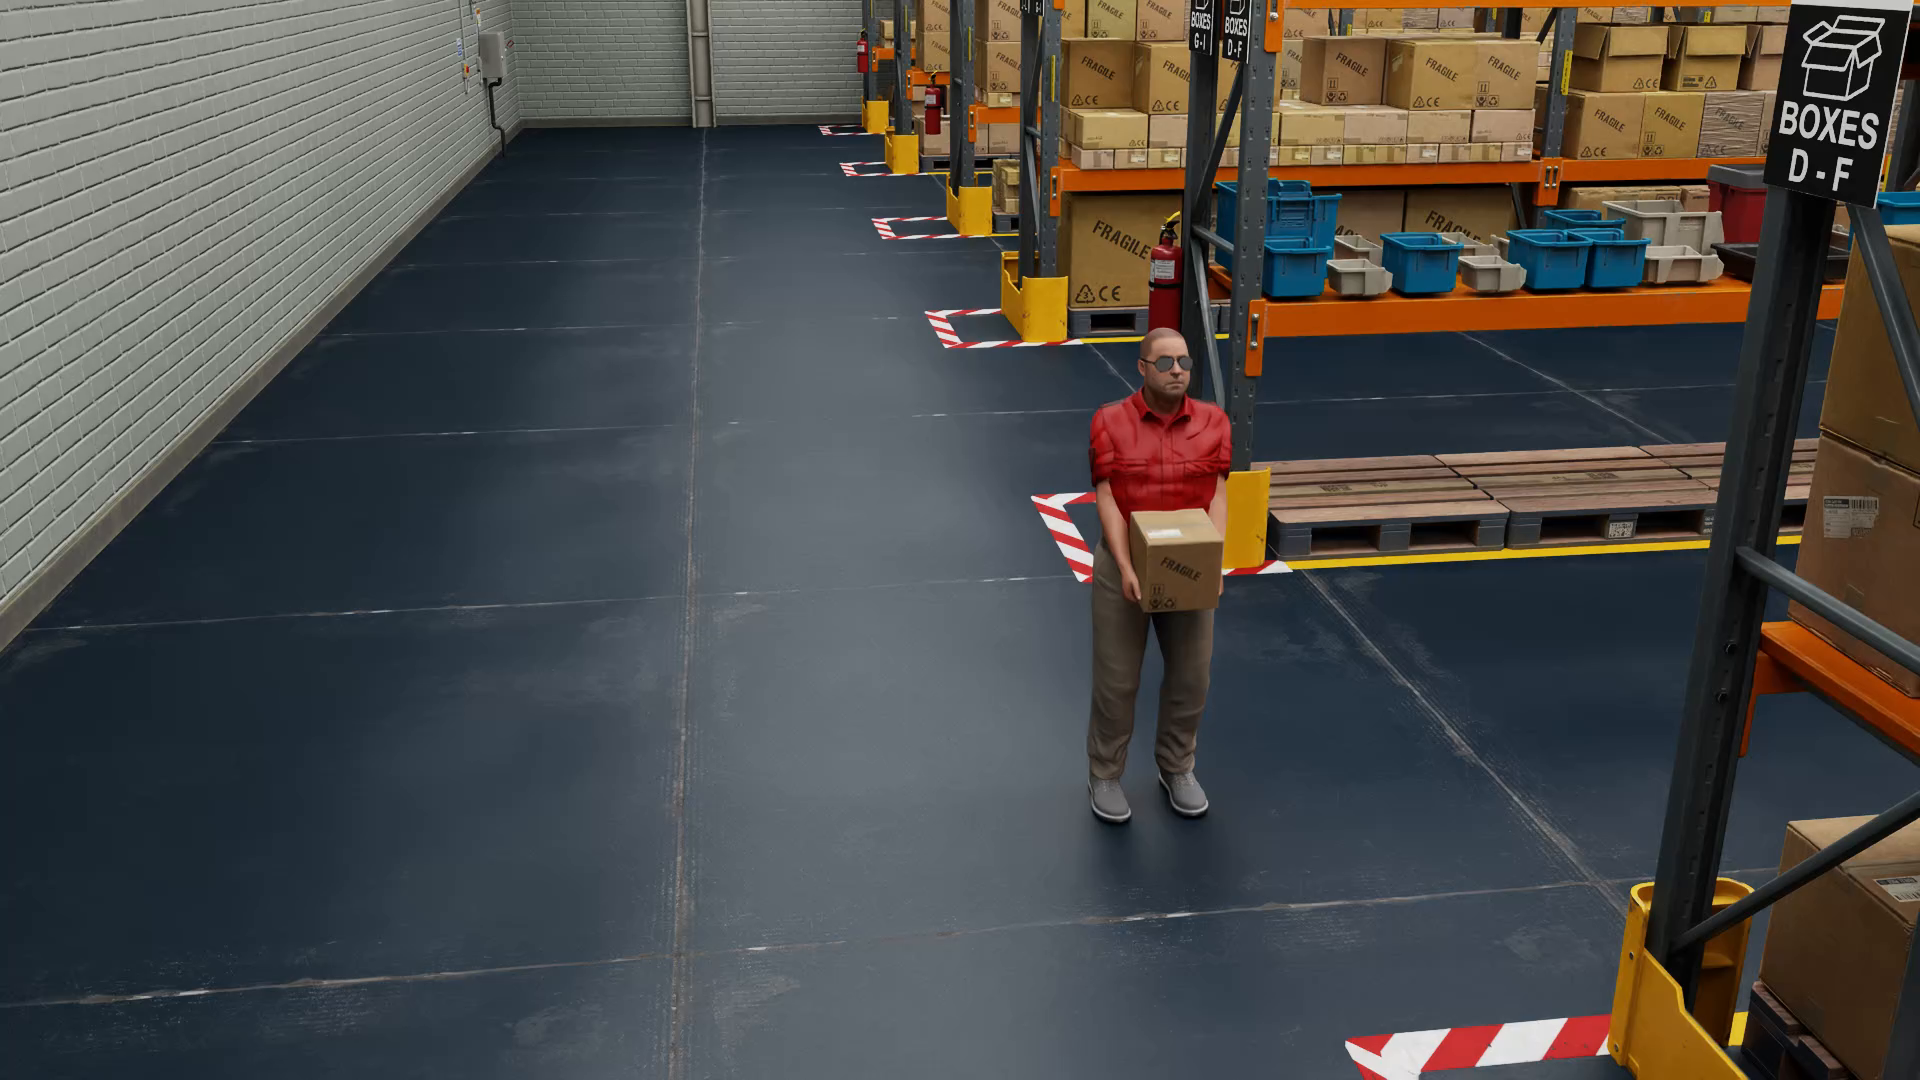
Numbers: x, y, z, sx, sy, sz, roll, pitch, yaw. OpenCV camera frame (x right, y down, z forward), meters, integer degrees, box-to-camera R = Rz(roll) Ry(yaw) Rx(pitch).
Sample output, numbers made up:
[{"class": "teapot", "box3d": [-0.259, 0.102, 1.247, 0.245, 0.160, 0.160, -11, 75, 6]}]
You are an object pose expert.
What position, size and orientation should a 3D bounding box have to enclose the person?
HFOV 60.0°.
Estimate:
[{"class": "person", "box3d": [0.671, 0.126, 5.764, 0.430, 1.570, 0.363, -3, 20, -7]}]
